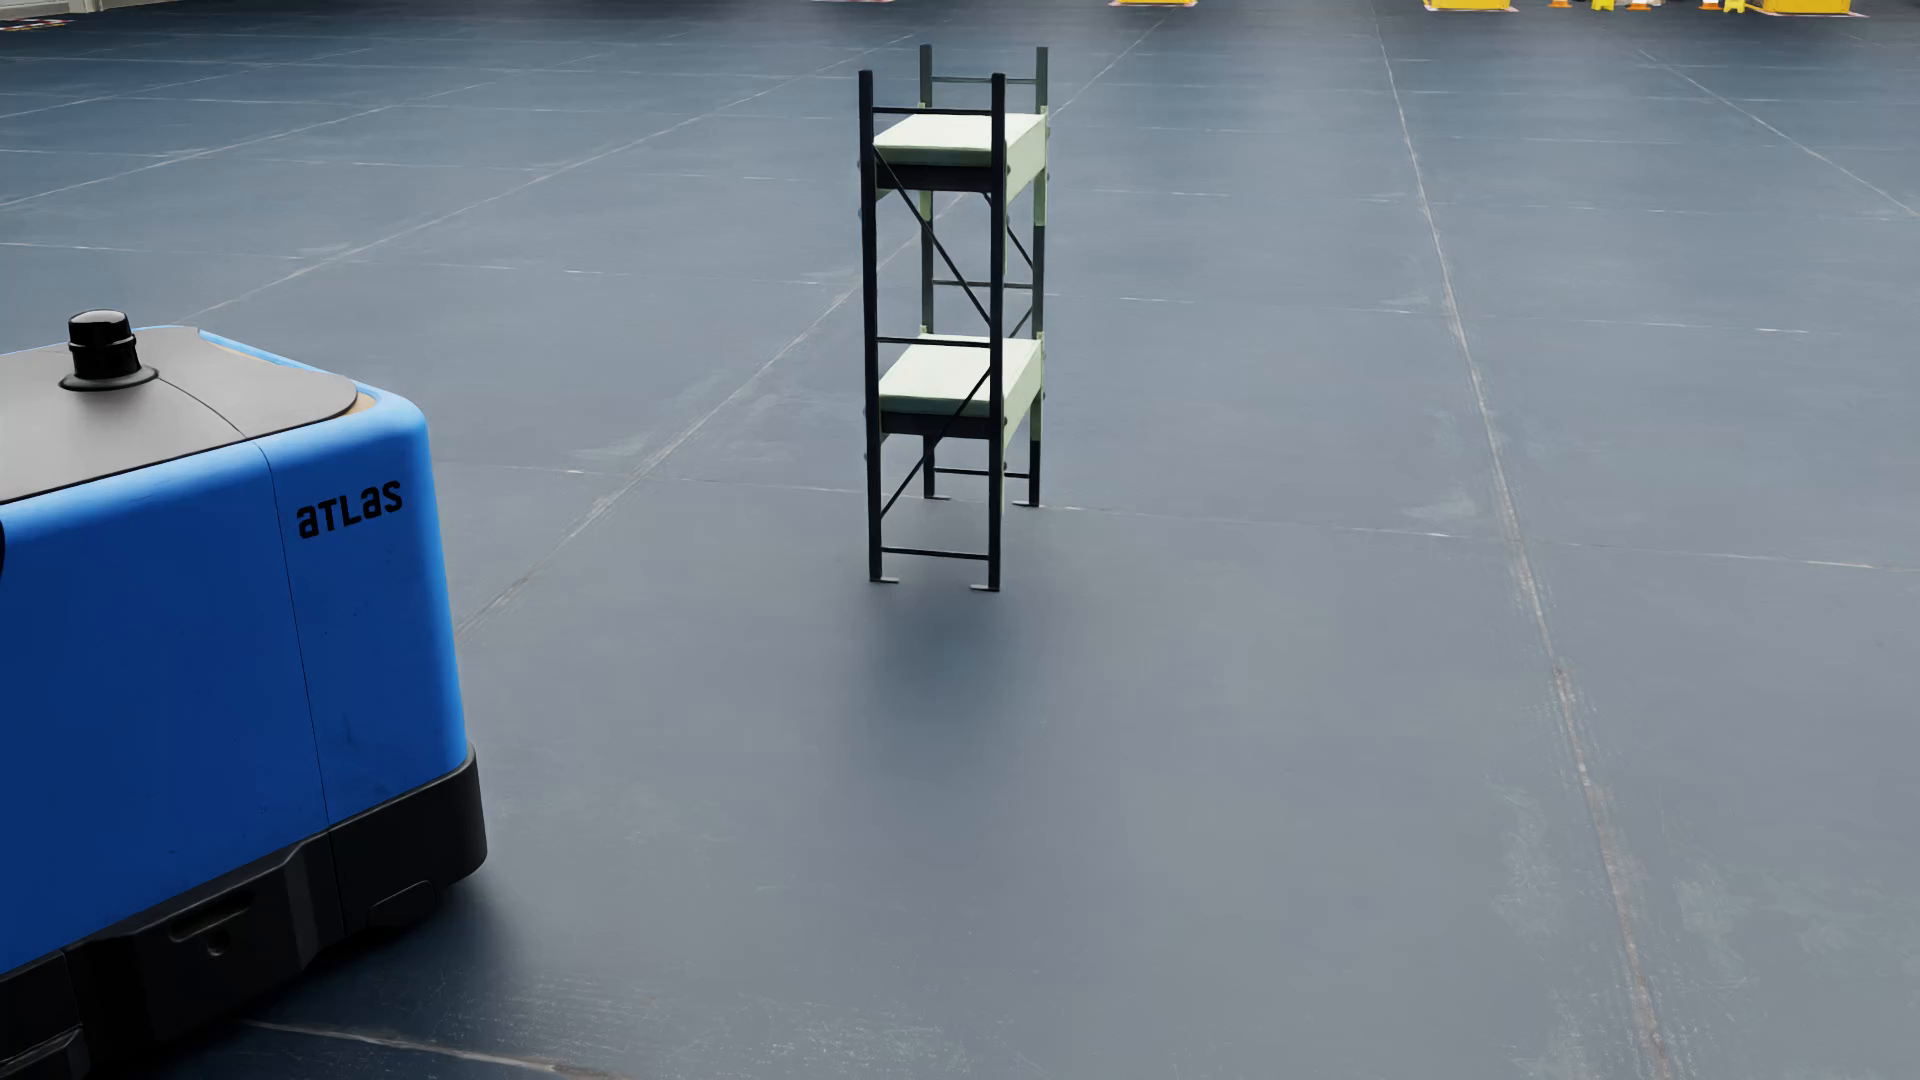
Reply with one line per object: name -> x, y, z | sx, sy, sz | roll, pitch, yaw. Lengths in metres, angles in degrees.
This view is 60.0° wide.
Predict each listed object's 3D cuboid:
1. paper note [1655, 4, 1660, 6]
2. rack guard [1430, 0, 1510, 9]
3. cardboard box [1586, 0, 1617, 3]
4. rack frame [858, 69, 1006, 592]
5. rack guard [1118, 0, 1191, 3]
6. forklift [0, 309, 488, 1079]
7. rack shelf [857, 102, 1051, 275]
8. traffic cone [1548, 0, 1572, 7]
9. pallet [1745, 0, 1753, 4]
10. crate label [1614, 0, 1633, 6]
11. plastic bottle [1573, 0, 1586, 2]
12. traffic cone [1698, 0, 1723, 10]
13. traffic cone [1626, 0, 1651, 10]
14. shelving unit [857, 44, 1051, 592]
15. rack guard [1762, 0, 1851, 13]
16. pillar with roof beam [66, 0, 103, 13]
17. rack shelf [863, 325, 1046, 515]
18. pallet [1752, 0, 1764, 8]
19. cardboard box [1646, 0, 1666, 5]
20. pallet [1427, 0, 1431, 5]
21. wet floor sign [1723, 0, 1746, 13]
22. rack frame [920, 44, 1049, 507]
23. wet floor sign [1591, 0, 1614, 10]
paper note -> 11.112, -8.539, 26.514 | 0.148, 0.019, 0.142 | -3, 22, -8
rack guard -> 7.997, -8.591, 26.015 | 1.175, 0.500, 0.348 | 4, 22, 11
cardboard box -> 10.748, -9.096, 27.265 | 0.797, 0.503, 0.637 | -11, 25, -26
rack frame -> -0.076, -0.559, 4.735 | 0.400, 1.500, 0.023 | 4, 22, 11
rack guard -> 3.182, -9.042, 27.136 | 1.175, 0.500, 0.348 | 4, 22, 11
forklift -> -2.326, -0.318, 2.220 | 1.130, 2.935, 3.031 | 17, 28, 36
rack shelf -> -0.001, -1.055, 4.922 | 0.431, 0.370, 0.720 | 4, 22, 11
traffic cone -> 9.500, -8.668, 26.257 | 0.336, 0.463, 0.334 | 4, 22, 11
pallet -> 13.335, -8.892, 27.150 | 1.003, 0.211, 1.213 | 4, 22, 11
crate label -> 10.637, -8.599, 26.521 | 0.250, 0.136, 0.298 | -7, 23, -17
plastic bottle -> 10.198, -8.925, 27.432 | 0.133, 0.061, 0.283 | -3, 22, -8
traffic cone -> 11.693, -8.497, 25.833 | 0.336, 0.463, 0.334 | 4, 22, 11
traffic cone -> 10.537, -8.458, 25.735 | 0.336, 0.463, 0.334 | 4, 22, 11
shelving unit -> -0.001, -0.693, 5.067 | 0.431, 1.500, 0.755 | 4, 22, 11
rack guard -> 12.884, -8.287, 25.261 | 1.175, 0.500, 0.348 | 4, 22, 11
pillar with roof beam -> -9.095, -11.889, 22.828 | 9.100, 9.000, 0.400 | 4, 22, 11
rack shelf -> -0.001, -0.391, 5.189 | 0.431, 0.370, 0.720 | 4, 22, 11
pallet -> 13.084, -8.447, 26.046 | 1.003, 0.211, 1.213 | 4, 22, 11
cardboard box -> 11.158, -8.729, 26.829 | 0.380, 0.149, 0.250 | 18, 28, 38
pallet -> 8.088, -8.764, 26.832 | 1.003, 0.211, 1.213 | 4, 22, 11
wet floor sign -> 11.782, -8.339, 25.194 | 0.267, 0.644, 0.232 | 13, 25, 29
rack frame -> 0.073, -0.827, 5.400 | 0.400, 1.500, 0.023 | 4, 22, 11
wet floor sign -> 9.934, -8.505, 25.609 | 0.267, 0.644, 0.232 | 1, 22, 2
